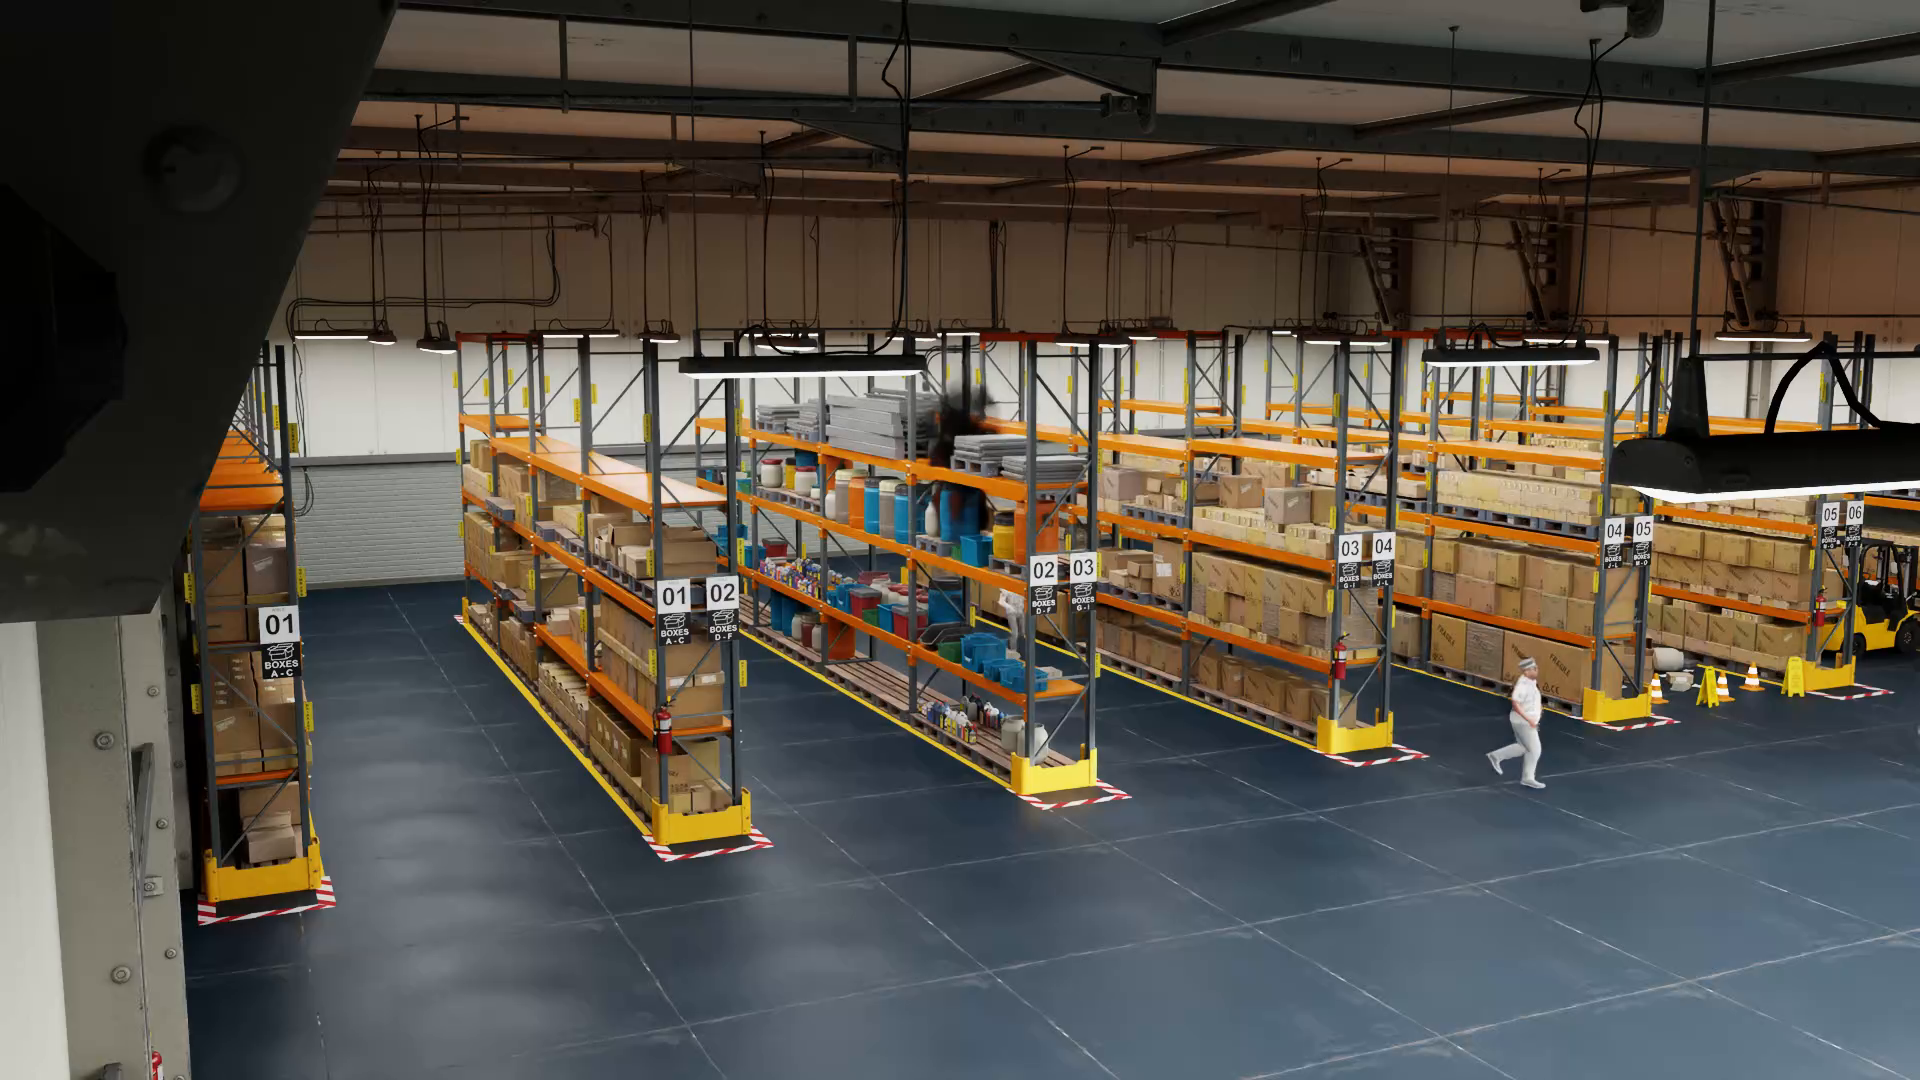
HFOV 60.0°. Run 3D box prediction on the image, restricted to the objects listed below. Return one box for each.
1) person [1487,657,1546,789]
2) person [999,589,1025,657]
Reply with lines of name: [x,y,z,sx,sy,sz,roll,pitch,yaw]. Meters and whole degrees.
person: [7.540,2.441,22.458,0.779,1.782,0.673,3,8,20]
person: [1.024,1.357,30.882,0.612,1.648,0.571,-4,9,-26]
